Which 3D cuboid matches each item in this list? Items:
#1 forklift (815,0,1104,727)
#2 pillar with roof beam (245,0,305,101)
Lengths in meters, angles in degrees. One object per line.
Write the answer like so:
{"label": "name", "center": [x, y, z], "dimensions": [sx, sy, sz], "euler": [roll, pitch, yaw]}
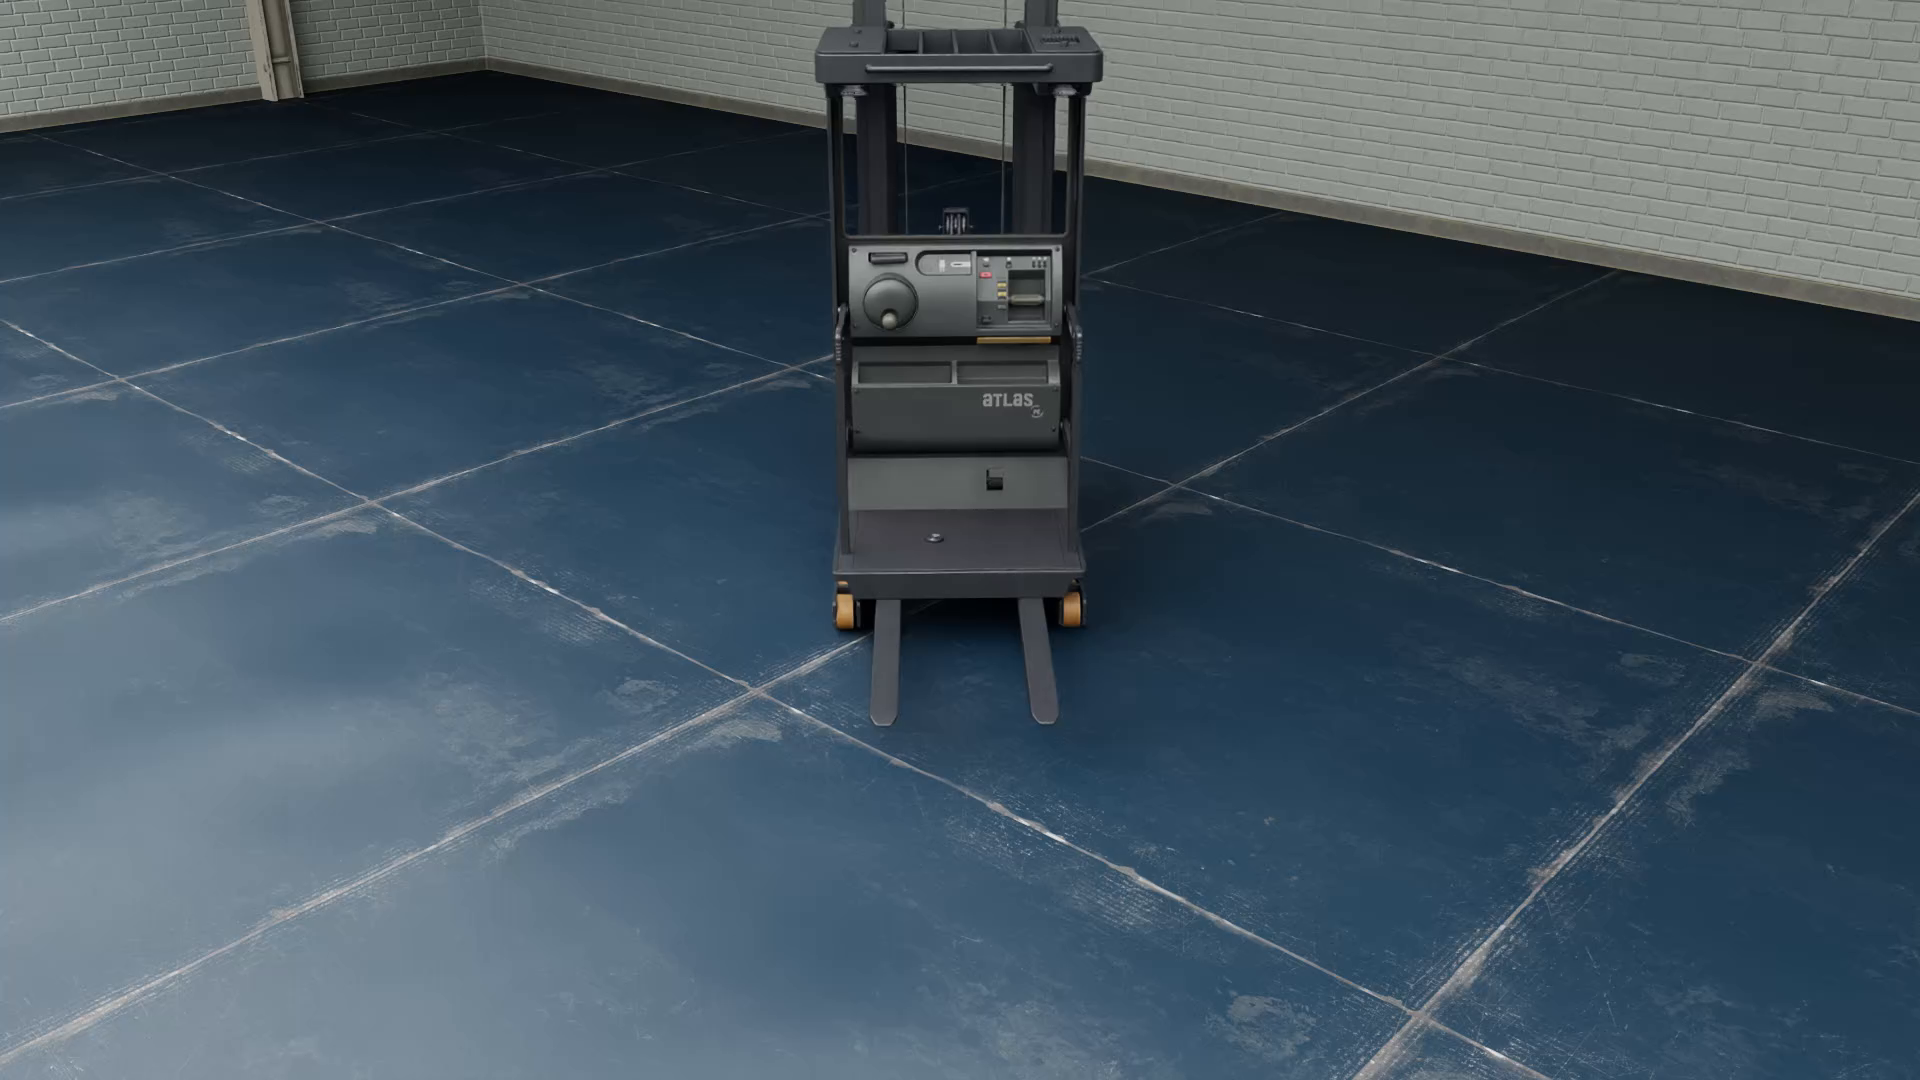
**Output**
{"label": "forklift", "center": [-0.011, -1.068, 7.050], "dimensions": [1.130, 2.935, 3.031], "euler": [0, 24, -1]}
{"label": "pillar with roof beam", "center": [-5.043, -8.320, 15.807], "dimensions": [9.100, 9.000, 0.400], "euler": [20, 31, 38]}
